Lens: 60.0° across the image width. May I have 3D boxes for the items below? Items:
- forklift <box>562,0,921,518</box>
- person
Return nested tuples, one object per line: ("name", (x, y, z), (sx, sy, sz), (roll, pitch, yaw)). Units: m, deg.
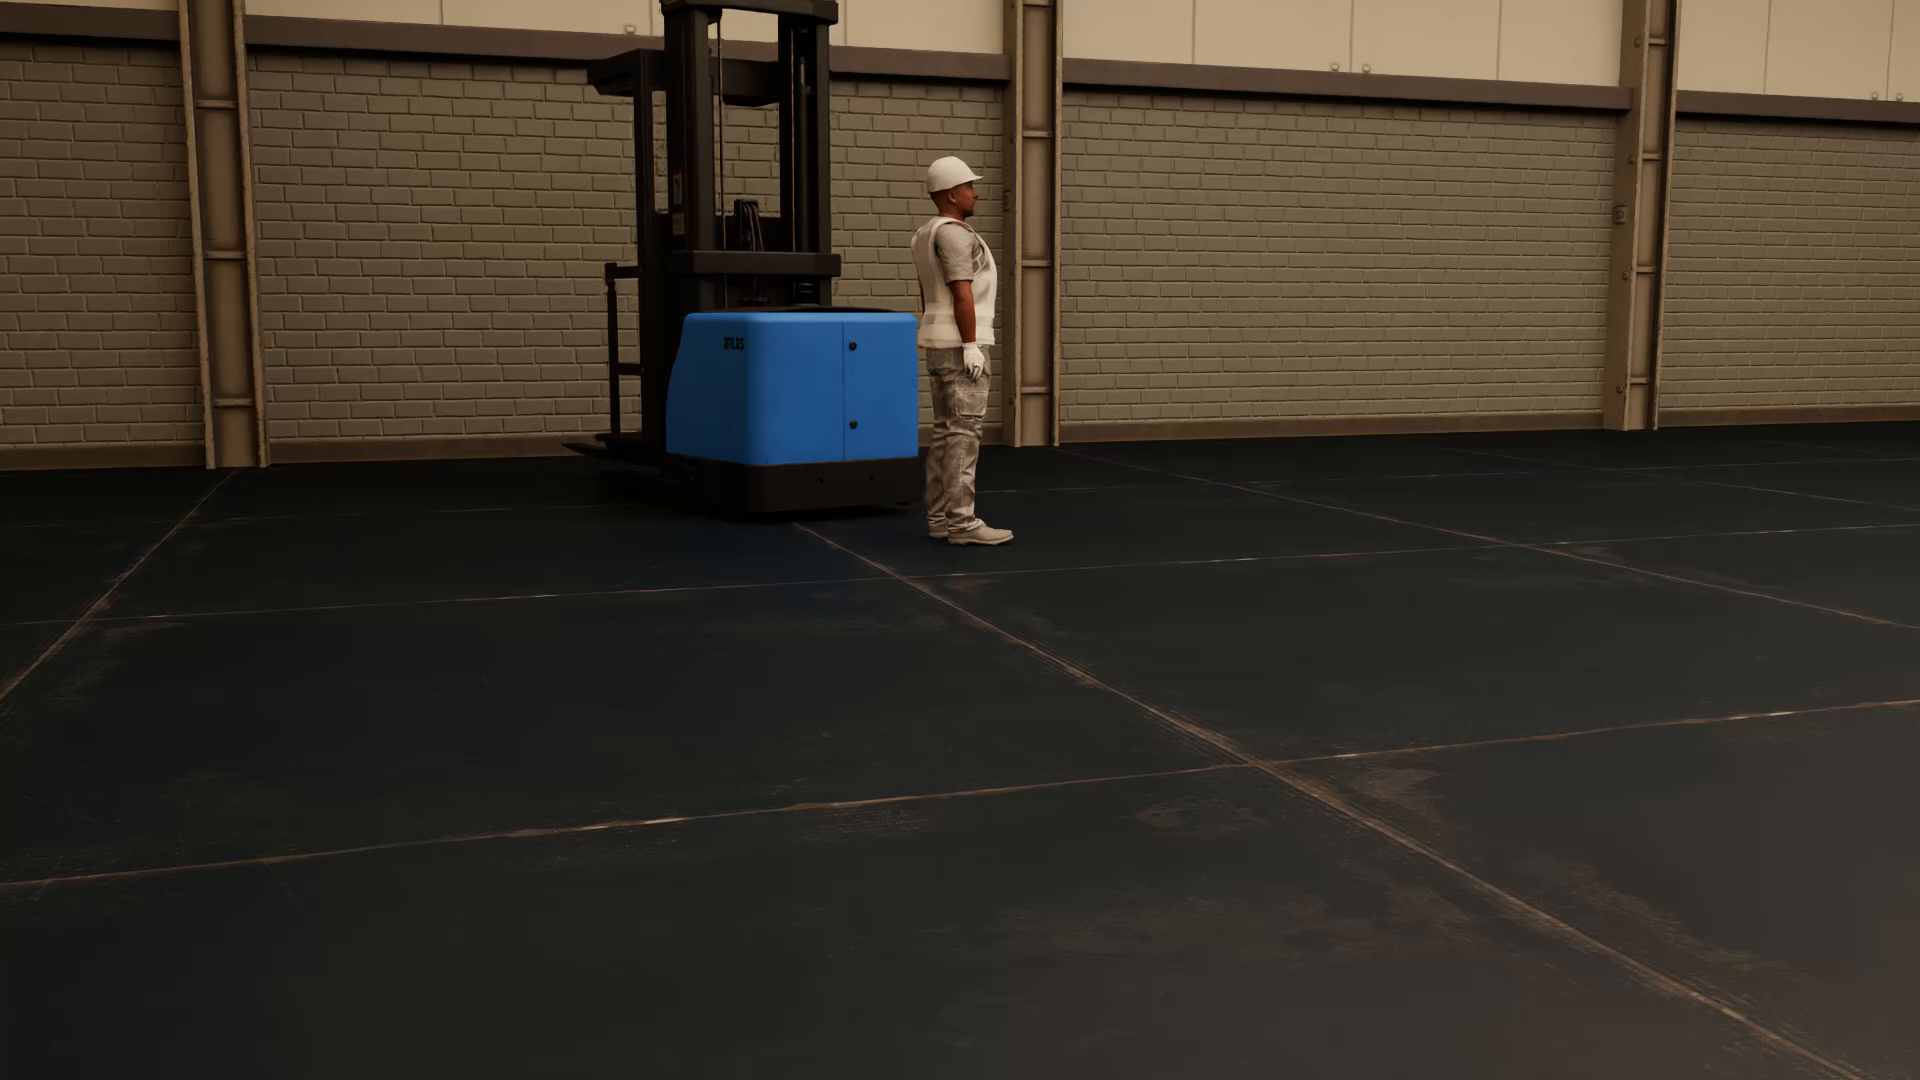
("forklift", (-1.467, -1.720, 9.698), (1.130, 2.935, 3.031), (-5, 9, -35))
("person", (0.001, -0.884, 7.807), (0.387, 1.789, 0.543), (-3, 8, -18))
